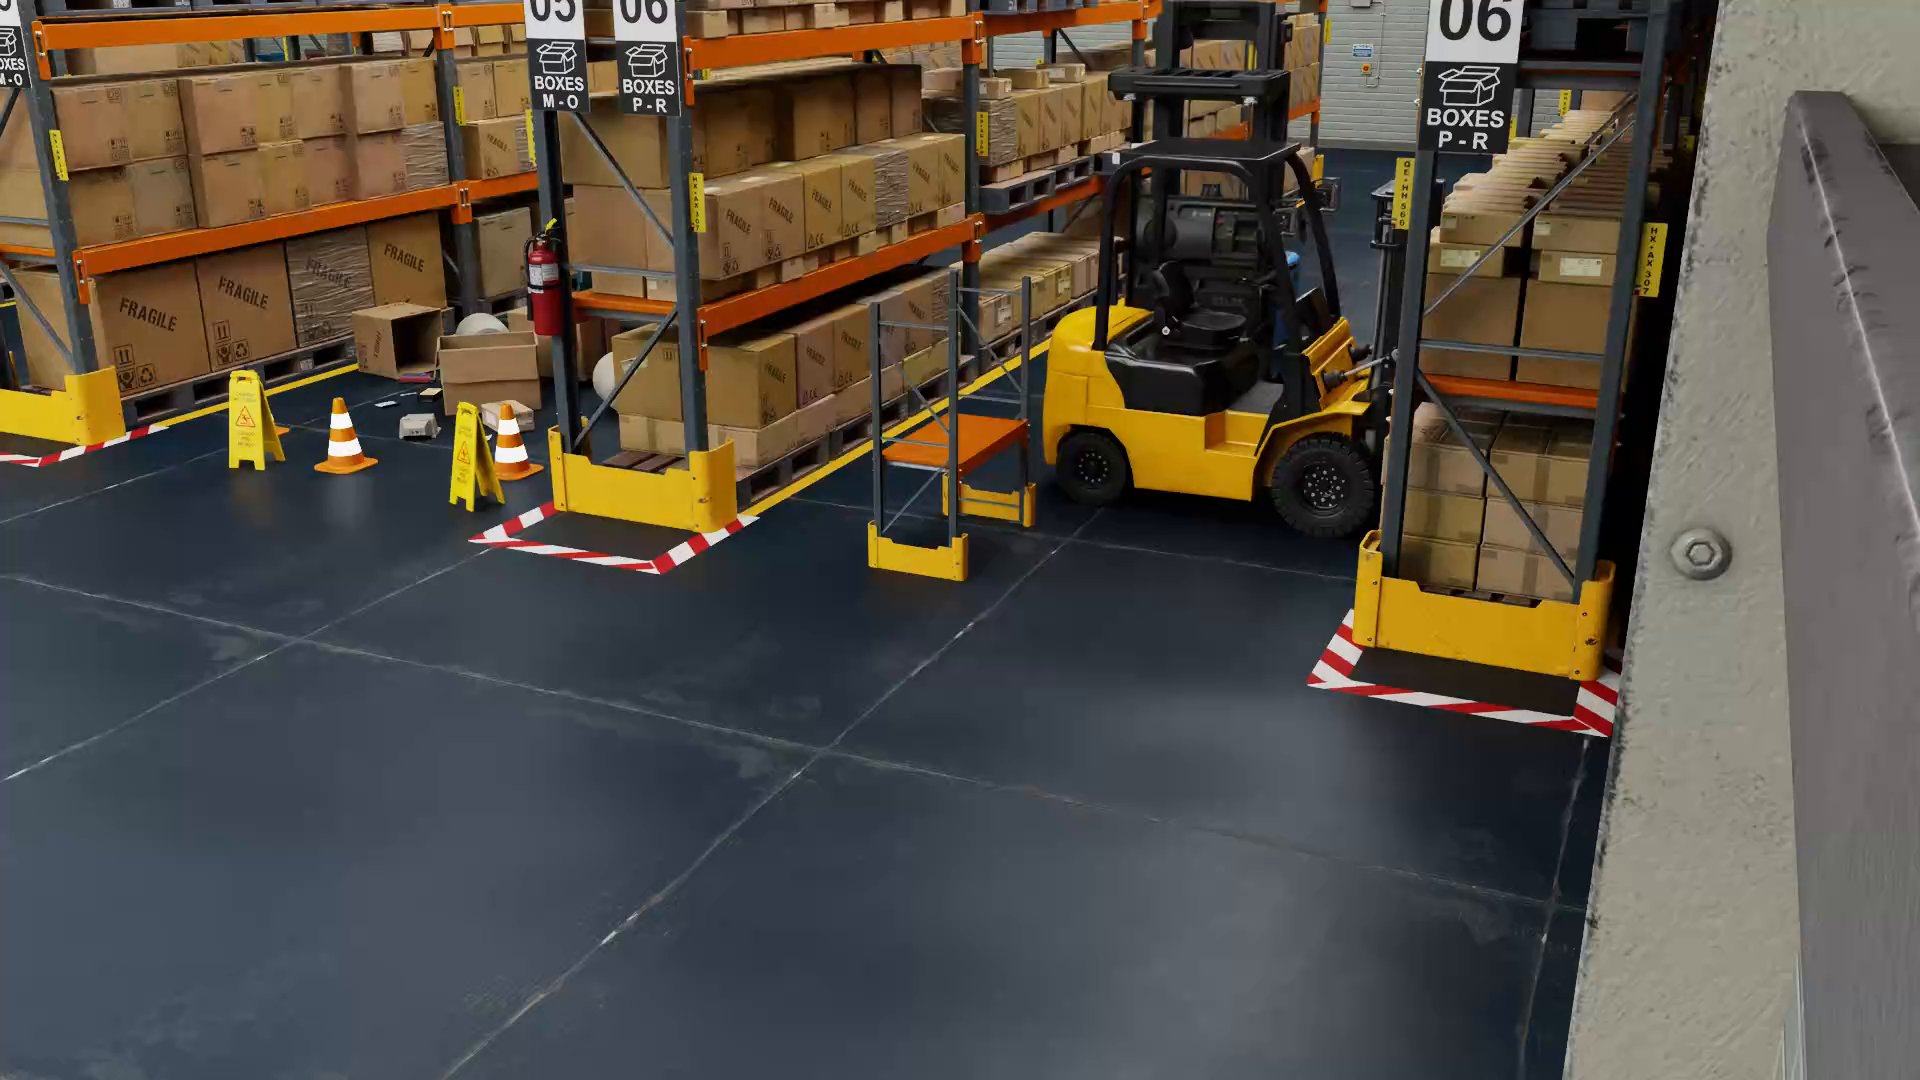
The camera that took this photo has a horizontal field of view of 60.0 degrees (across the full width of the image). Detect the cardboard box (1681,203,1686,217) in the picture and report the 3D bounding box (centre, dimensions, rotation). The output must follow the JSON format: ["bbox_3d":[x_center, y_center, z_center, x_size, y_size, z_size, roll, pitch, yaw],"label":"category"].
[{"bbox_3d":[7.096,-3.317,16.753,0.380,0.149,0.250,9,21,23],"label":"cardboard box"}]

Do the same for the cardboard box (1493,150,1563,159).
[{"bbox_3d":[3.477,-2.299,10.195,0.380,0.149,0.250,9,22,24],"label":"cardboard box"}]

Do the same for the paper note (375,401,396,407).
[{"bbox_3d":[-4.353,-1.038,12.645,0.144,0.017,0.142,18,26,41],"label":"paper note"}]

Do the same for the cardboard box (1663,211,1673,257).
[{"bbox_3d":[4.651,-2.143,11.541,0.500,0.250,0.500,9,21,24],"label":"cardboard box"}]

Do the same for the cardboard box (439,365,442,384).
[{"bbox_3d":[-3.912,-1.361,13.199,0.396,0.266,0.258,13,23,32],"label":"cardboard box"}]

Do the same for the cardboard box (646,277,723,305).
[{"bbox_3d":[-1.641,-1.513,9.922,0.380,0.149,0.250,9,21,23],"label":"cardboard box"}]

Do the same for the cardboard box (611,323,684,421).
[{"bbox_3d":[-1.879,-1.092,10.721,0.500,0.500,0.500,9,21,23],"label":"cardboard box"}]

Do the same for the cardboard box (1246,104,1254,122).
[{"bbox_3d":[3.376,-5.379,20.268,0.500,0.500,0.500,9,22,24],"label":"cardboard box"}]

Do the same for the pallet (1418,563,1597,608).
[{"bbox_3d":[2.836,0.198,8.896,1.003,0.211,1.213,9,21,23],"label":"pallet"}]

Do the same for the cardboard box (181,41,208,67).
[{"bbox_3d":[-13.848,-8.729,29.688,0.500,0.500,0.500,9,21,23],"label":"cardboard box"}]

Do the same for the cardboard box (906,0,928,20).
[{"bbox_3d":[-0.449,-3.789,11.844,0.380,0.149,0.250,9,21,23],"label":"cardboard box"}]

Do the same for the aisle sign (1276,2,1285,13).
[{"bbox_3d":[4.348,-7.734,23.159,0.394,0.787,0.004,9,21,23],"label":"aisle sign"}]

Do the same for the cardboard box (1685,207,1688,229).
[{"bbox_3d":[7.332,-3.223,17.459,0.500,0.500,0.500,8,21,20],"label":"cardboard box"}]

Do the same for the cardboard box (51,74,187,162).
[{"bbox_3d":[-6.198,-3.073,12.097,0.875,0.550,0.550,9,21,23],"label":"cardboard box"}]

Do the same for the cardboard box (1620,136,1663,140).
[{"bbox_3d":[5.109,-2.912,12.363,0.380,0.149,0.250,8,21,22],"label":"cardboard box"}]

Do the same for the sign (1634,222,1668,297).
[{"bbox_3d":[3.065,-1.243,7.378,0.100,0.325,0.005,9,21,23],"label":"sign"}]

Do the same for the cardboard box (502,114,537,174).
[{"bbox_3d":[-4.222,-3.752,15.694,0.500,0.500,0.500,9,21,23],"label":"cardboard box"}]

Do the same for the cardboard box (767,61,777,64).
[{"bbox_3d":[-2.514,-5.935,20.841,0.380,0.149,0.250,8,21,22],"label":"cardboard box"}]

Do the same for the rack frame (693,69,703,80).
[{"bbox_3d":[-3.251,-4.650,18.367,1.000,3.000,0.127,9,21,23],"label":"rack frame"}]

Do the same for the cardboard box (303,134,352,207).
[{"bbox_3d":[-5.562,-3.063,13.681,0.875,0.550,0.550,9,21,23],"label":"cardboard box"}]

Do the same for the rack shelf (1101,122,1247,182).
[{"bbox_3d":[2.126,-4.274,18.384,1.077,0.370,4.000,9,21,23],"label":"rack shelf"}]

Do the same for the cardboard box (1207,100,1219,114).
[{"bbox_3d":[2.581,-4.908,18.571,0.500,0.250,0.500,9,22,24],"label":"cardboard box"}]

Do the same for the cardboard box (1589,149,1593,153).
[{"bbox_3d":[4.225,-2.668,11.676,0.380,0.149,0.250,8,21,22],"label":"cardboard box"}]

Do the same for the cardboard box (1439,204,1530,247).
[{"bbox_3d":[2.515,-1.507,7.969,0.380,0.149,0.250,9,21,23],"label":"cardboard box"}]

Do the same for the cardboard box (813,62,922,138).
[{"bbox_3d":[-0.709,-3.332,12.577,0.700,0.500,0.500,8,21,22],"label":"cardboard box"}]

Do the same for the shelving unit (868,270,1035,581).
[{"bbox_3d":[-0.031,-0.683,9.452,0.587,1.500,1.083,9,21,23],"label":"shelving unit"}]

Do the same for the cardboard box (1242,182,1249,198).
[{"bbox_3d":[3.300,-4.392,20.839,0.875,0.438,0.875,8,21,22],"label":"cardboard box"}]

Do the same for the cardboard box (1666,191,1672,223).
[{"bbox_3d":[4.261,-1.972,10.686,0.500,0.500,0.500,8,21,22],"label":"cardboard box"}]

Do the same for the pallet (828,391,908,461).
[{"bbox_3d":[-1.072,-0.881,11.929,1.003,0.211,1.213,9,21,23],"label":"pallet"}]

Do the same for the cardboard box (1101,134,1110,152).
[{"bbox_3d":[1.171,-3.698,15.438,0.380,0.149,0.250,7,21,20],"label":"cardboard box"}]

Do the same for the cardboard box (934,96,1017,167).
[{"bbox_3d":[0.122,-3.268,13.261,0.500,0.500,0.500,9,22,24],"label":"cardboard box"}]

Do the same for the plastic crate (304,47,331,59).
[{"bbox_3d":[-10.021,-7.561,26.367,0.402,0.464,0.583,9,21,23],"label":"plastic crate"}]

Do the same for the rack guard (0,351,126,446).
[{"bbox_3d":[-6.536,-1.019,11.888,1.175,0.500,0.348,9,21,23],"label":"rack guard"}]

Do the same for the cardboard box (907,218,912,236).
[{"bbox_3d":[-0.573,-2.300,12.134,0.380,0.149,0.250,8,21,22],"label":"cardboard box"}]

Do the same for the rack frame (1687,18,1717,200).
[{"bbox_3d":[9.113,-5.767,21.509,1.000,3.000,0.127,9,21,23],"label":"rack frame"}]

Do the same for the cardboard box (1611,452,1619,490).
[{"bbox_3d":[3.772,-0.517,10.222,0.500,0.250,0.500,9,21,23],"label":"cardboard box"}]

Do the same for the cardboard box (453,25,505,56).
[{"bbox_3d":[-6.642,-6.699,22.483,0.797,0.503,0.637,9,21,23],"label":"cardboard box"}]

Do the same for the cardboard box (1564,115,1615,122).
[{"bbox_3d":[5.247,-3.453,13.885,0.380,0.149,0.250,9,22,24],"label":"cardboard box"}]

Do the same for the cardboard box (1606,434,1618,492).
[{"bbox_3d":[3.360,-0.440,9.260,0.500,0.250,0.500,9,22,24],"label":"cardboard box"}]

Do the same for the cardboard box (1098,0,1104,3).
[{"bbox_3d":[0.909,-5.174,15.214,0.700,0.500,0.500,9,21,23],"label":"cardboard box"}]

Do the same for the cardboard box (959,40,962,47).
[{"bbox_3d":[-0.143,-7.425,24.084,0.500,0.500,0.500,8,21,21],"label":"cardboard box"}]

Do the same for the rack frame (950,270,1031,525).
[{"bbox_3d":[0.173,-0.836,9.881,0.500,1.500,0.032,9,21,23],"label":"rack frame"}]

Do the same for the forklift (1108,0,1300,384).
[{"bbox_3d":[1.638,-2.191,11.556,1.130,2.935,3.031,7,21,19],"label":"forklift"}]

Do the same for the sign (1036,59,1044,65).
[{"bbox_3d":[0.799,-4.622,16.561,0.100,0.325,0.005,9,21,23],"label":"sign"}]

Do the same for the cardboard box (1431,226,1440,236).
[{"bbox_3d":[2.525,-1.455,8.267,0.380,0.149,0.250,9,21,24],"label":"cardboard box"}]

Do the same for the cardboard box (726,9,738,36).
[{"bbox_3d":[-1.511,-3.000,9.627,0.380,0.149,0.250,8,21,21],"label":"cardboard box"}]

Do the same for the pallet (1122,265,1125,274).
[{"bbox_3d":[1.698,-2.918,17.660,1.003,0.211,1.213,9,21,23],"label":"pallet"}]

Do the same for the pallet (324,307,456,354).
[{"bbox_3d":[-5.271,-1.892,14.772,1.003,0.211,1.213,9,21,23],"label":"pallet"}]

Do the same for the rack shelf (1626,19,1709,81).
[{"bbox_3d":[5.018,-3.785,12.531,1.077,0.370,4.000,9,21,23],"label":"rack shelf"}]

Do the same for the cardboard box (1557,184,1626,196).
[{"bbox_3d":[3.326,-1.758,8.674,0.380,0.149,0.250,9,22,24],"label":"cardboard box"}]

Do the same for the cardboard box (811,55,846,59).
[{"bbox_3d":[-1.672,-6.247,22.263,0.500,0.500,0.500,9,21,23],"label":"cardboard box"}]

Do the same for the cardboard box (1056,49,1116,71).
[{"bbox_3d":[1.280,-4.714,16.905,0.500,0.500,0.500,8,21,21],"label":"cardboard box"}]

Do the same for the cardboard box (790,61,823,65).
[{"bbox_3d":[-1.923,-5.842,20.578,0.380,0.149,0.250,8,21,23],"label":"cardboard box"}]
